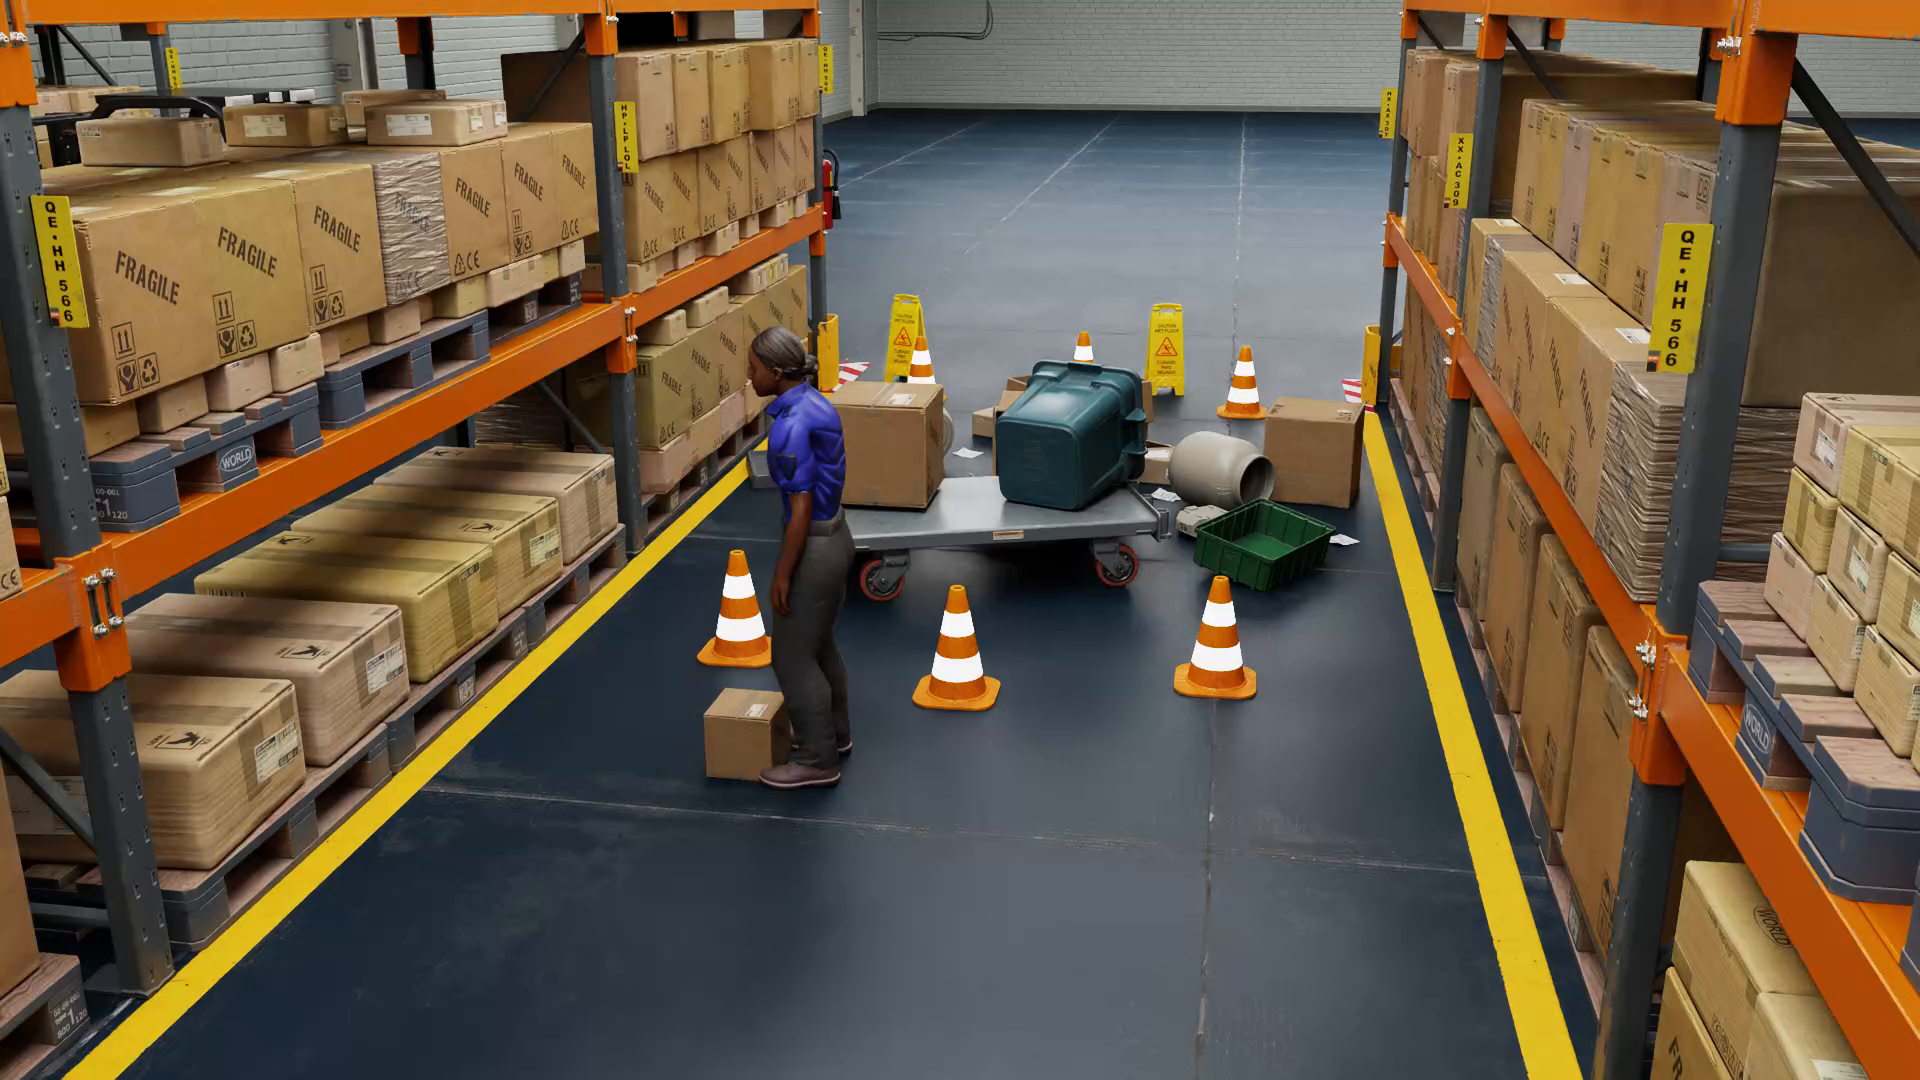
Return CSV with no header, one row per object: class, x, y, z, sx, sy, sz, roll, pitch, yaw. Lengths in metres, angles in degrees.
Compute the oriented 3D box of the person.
person,-0.552,0.058,5.884,0.349,1.655,0.526,2,18,7
